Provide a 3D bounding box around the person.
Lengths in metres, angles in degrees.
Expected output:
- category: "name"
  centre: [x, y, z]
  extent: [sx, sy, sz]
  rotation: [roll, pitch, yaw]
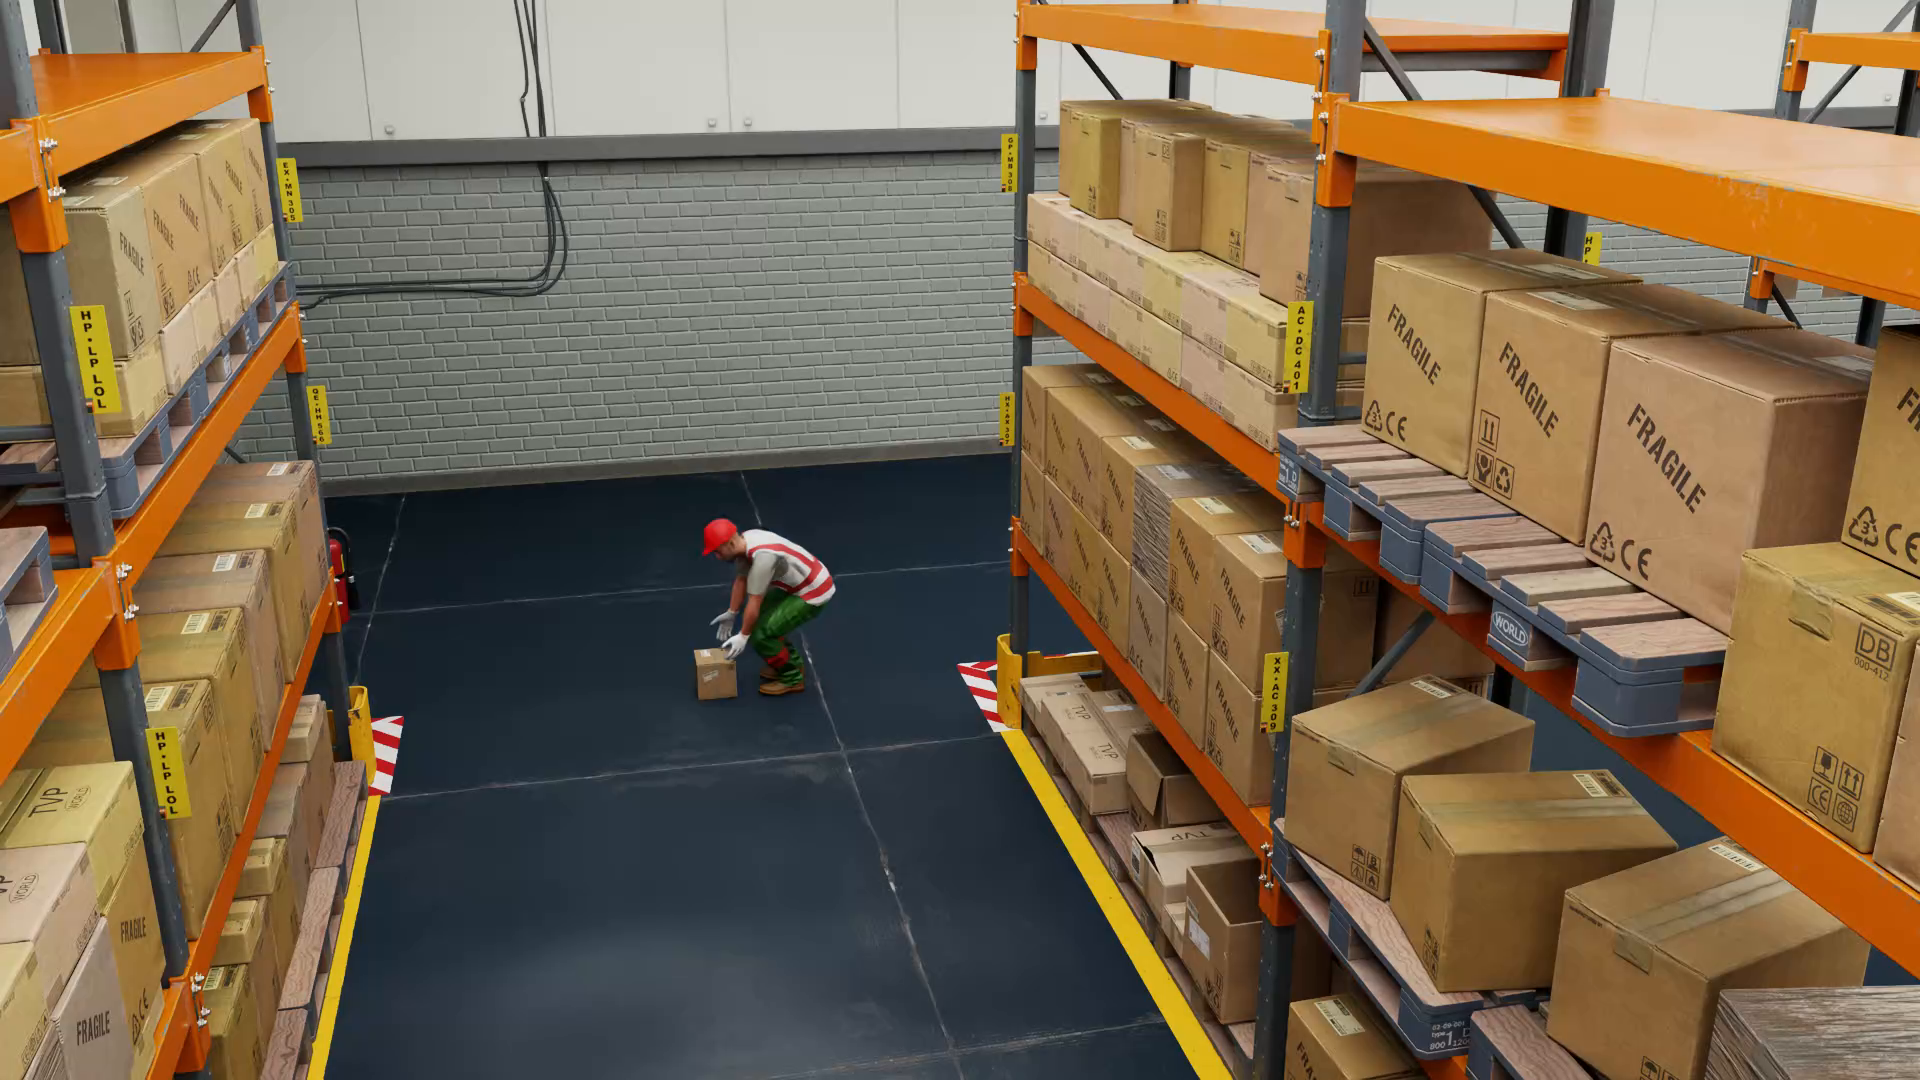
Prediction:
- category: "person"
  centre: [-1.226, 0.408, 10.763]
  extent: [0.845, 1.201, 0.585]
  rotation: [-4, 20, -13]
